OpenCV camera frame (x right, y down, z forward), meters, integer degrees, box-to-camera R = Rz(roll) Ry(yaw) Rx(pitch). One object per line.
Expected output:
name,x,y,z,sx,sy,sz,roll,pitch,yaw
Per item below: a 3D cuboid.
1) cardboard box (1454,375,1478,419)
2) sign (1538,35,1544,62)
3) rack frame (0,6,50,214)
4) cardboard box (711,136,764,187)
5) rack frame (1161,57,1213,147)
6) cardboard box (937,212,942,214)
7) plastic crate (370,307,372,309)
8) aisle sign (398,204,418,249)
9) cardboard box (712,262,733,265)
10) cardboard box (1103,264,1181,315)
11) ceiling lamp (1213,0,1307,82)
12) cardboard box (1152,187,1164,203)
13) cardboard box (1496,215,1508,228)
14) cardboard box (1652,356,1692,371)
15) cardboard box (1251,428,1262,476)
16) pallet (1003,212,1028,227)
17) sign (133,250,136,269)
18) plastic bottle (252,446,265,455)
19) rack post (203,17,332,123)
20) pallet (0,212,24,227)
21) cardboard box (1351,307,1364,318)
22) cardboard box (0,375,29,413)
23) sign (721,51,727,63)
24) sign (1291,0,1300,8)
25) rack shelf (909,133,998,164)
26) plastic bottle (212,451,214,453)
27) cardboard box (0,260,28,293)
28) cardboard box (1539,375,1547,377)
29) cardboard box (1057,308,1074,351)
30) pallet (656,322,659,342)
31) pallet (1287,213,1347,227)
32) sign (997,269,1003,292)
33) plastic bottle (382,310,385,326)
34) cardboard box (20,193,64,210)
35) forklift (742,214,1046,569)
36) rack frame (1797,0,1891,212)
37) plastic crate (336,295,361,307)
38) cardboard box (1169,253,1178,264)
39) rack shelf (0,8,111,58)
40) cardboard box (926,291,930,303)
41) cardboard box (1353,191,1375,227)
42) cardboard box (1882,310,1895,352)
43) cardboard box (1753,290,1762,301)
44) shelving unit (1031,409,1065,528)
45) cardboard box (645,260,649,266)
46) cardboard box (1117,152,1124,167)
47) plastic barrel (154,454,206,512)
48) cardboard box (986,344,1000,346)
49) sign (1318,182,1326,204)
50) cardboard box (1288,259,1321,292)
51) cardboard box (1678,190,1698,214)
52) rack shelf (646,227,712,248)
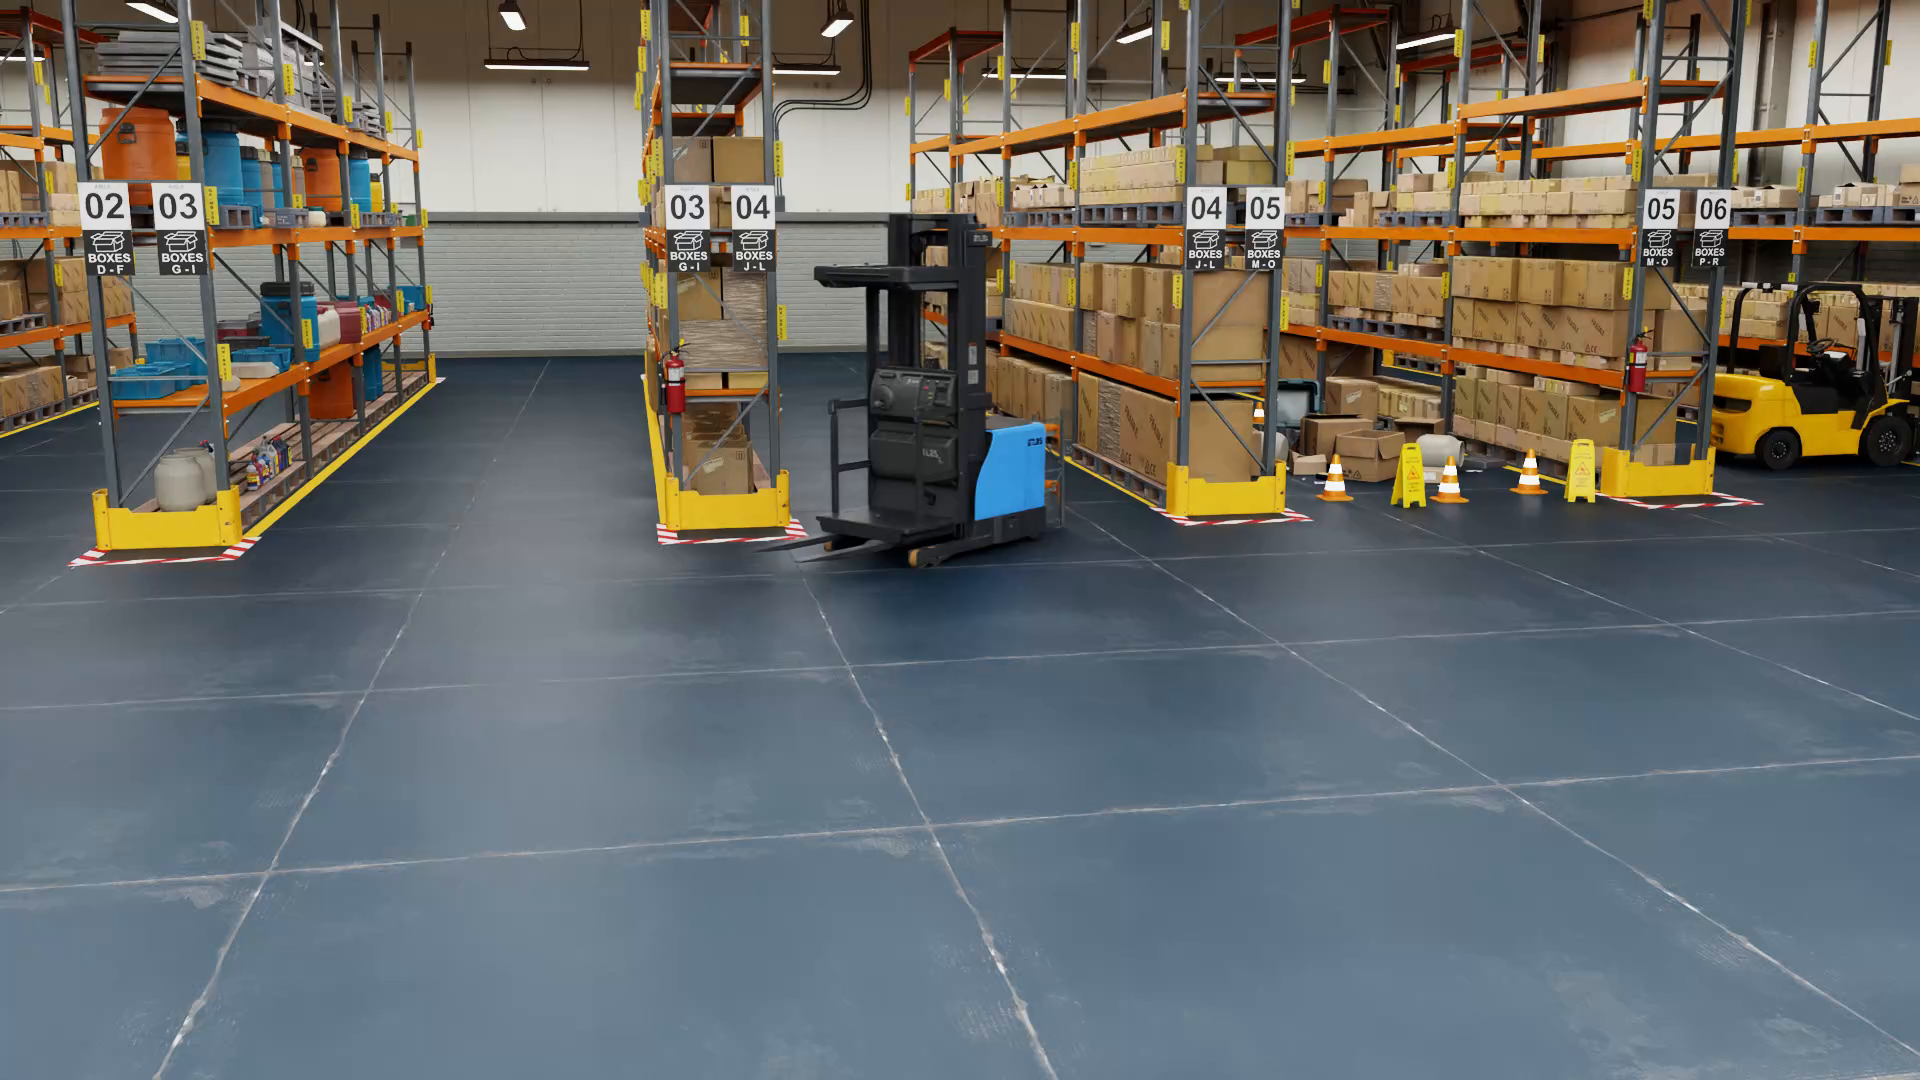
cardboard box,6.576,-1.802,20.921,0.500,0.500,0.500,-2,11,-8
sign,7.262,-6.157,20.824,0.100,0.325,0.005,-2,11,-11
rack frame,-14.269,-6.391,24.759,1.000,3.000,0.127,-2,11,-11
cardboard box,-2.241,-3.799,16.763,0.500,0.500,0.500,-2,11,-11
rack frame,4.392,-7.844,32.396,1.000,3.000,0.127,-2,11,-11
cardboard box,-0.112,-5.537,28.697,0.500,0.250,0.500,-2,11,-11
plastic crate,-10.043,-3.831,27.902,0.293,0.136,0.466,-2,11,-11
aisle sign,-9.914,-5.658,29.999,0.394,0.787,0.004,-2,11,-11
cardboard box,-2.349,-2.675,17.542,0.500,0.500,0.500,-2,11,-11
cardboard box,2.119,-2.832,18.819,0.875,0.550,0.550,-2,11,-11
ceiling lamp,6.455,-11.300,34.940,2.000,3.185,0.800,-2,11,-11
cardboard box,2.172,-3.512,16.936,0.380,0.149,0.250,-2,11,-10
cardboard box,6.708,-3.841,20.060,0.380,0.149,0.250,-2,11,-9
cardboard box,7.641,-1.909,17.929,0.380,0.149,0.250,-2,11,-11
cardboard box,3.199,-1.024,19.284,0.500,0.500,0.500,0,11,-1
pallet,1.289,-4.496,23.332,1.213,0.211,1.003,-2,11,-8
sign,-14.498,-4.918,29.123,0.100,0.325,0.005,-2,11,-11
plastic bottle,-7.548,-0.881,17.964,0.152,0.276,0.135,-2,11,-11
rack post,-8.321,-5.559,19.855,1.013,1.000,3.121,-2,11,-11
pallet,-14.006,-4.513,23.416,1.213,0.211,1.003,-2,11,-11
cardboard box,5.892,-3.290,24.063,0.380,0.149,0.250,-2,11,-11
cardboard box,-13.606,-2.075,23.641,0.500,0.500,0.500,-3,11,-13
sign,-3.243,-6.536,22.812,0.100,0.325,0.005,-2,11,-11
sign,3.214,-5.267,15.933,0.100,0.325,0.005,-2,11,-11
rack shelf,-0.055,-6.924,29.493,1.077,0.370,4.000,-2,11,-11
plastic bottle,-7.957,-0.846,17.794,0.097,0.271,0.097,0,11,0
cardboard box,-14.621,-4.067,25.655,0.500,0.500,0.500,-2,11,-11
cardboard box,10.212,-2.942,28.246,0.500,0.500,0.500,-3,11,-13
cardboard box,1.526,-2.633,20.793,0.500,0.500,0.500,-2,11,-11
pallet,-3.530,-2.848,22.706,1.213,0.211,1.003,-2,11,-11
pallet,5.771,-4.927,25.595,1.213,0.211,1.003,-2,11,-8
sign,0.582,-3.740,23.991,0.100,0.325,0.005,-2,11,-11
plastic bottle,-8.944,-3.435,25.604,0.152,0.276,0.135,-2,11,-11
cardboard box,-14.120,-5.187,25.523,0.500,0.250,0.500,-2,11,-11
forklift,-0.545,-1.302,14.253,1.130,2.935,3.031,9,14,39
rack frame,11.594,-5.825,21.784,1.000,3.000,0.127,-2,11,-11
plastic crate,-9.835,-3.718,26.643,0.392,0.384,0.575,-2,11,-11
cardboard box,4.313,-5.245,31.840,0.500,0.500,0.500,-2,11,-13
rack shelf,-14.658,-8.037,26.443,1.077,0.370,4.000,-2,11,-11
cardboard box,-0.311,-4.521,29.916,0.500,0.500,0.500,-2,11,-12
cardboard box,6.122,-4.778,24.043,0.700,0.500,0.500,-2,11,-11
cardboard box,11.718,-2.555,20.383,0.500,0.500,0.500,-2,11,-11
cardboard box,11.246,-3.393,23.053,0.380,0.149,0.250,-2,11,-11
shelving unit,0.429,-0.703,15.936,1.048,1.125,0.538,8,14,38
cardboard box,-5.403,-4.788,29.983,0.500,0.500,0.500,-2,11,-12
cardboard box,1.923,-4.137,18.088,0.380,0.149,0.250,-2,11,-11
plastic barrel,-7.278,-0.524,15.512,0.421,0.512,0.421,0,11,0
cardboard box,0.419,-2.975,26.416,0.500,0.250,0.500,-2,11,-9
sign,5.402,-5.178,24.814,0.100,0.325,0.005,-2,11,-11
cardboard box,5.483,-4.149,26.086,0.500,0.500,0.500,-2,11,-10
cardboard box,7.667,-3.611,17.780,0.500,0.250,0.500,-2,11,-12
rack shelf,-4.162,-4.556,25.068,1.077,0.370,4.000,-2,11,-11
